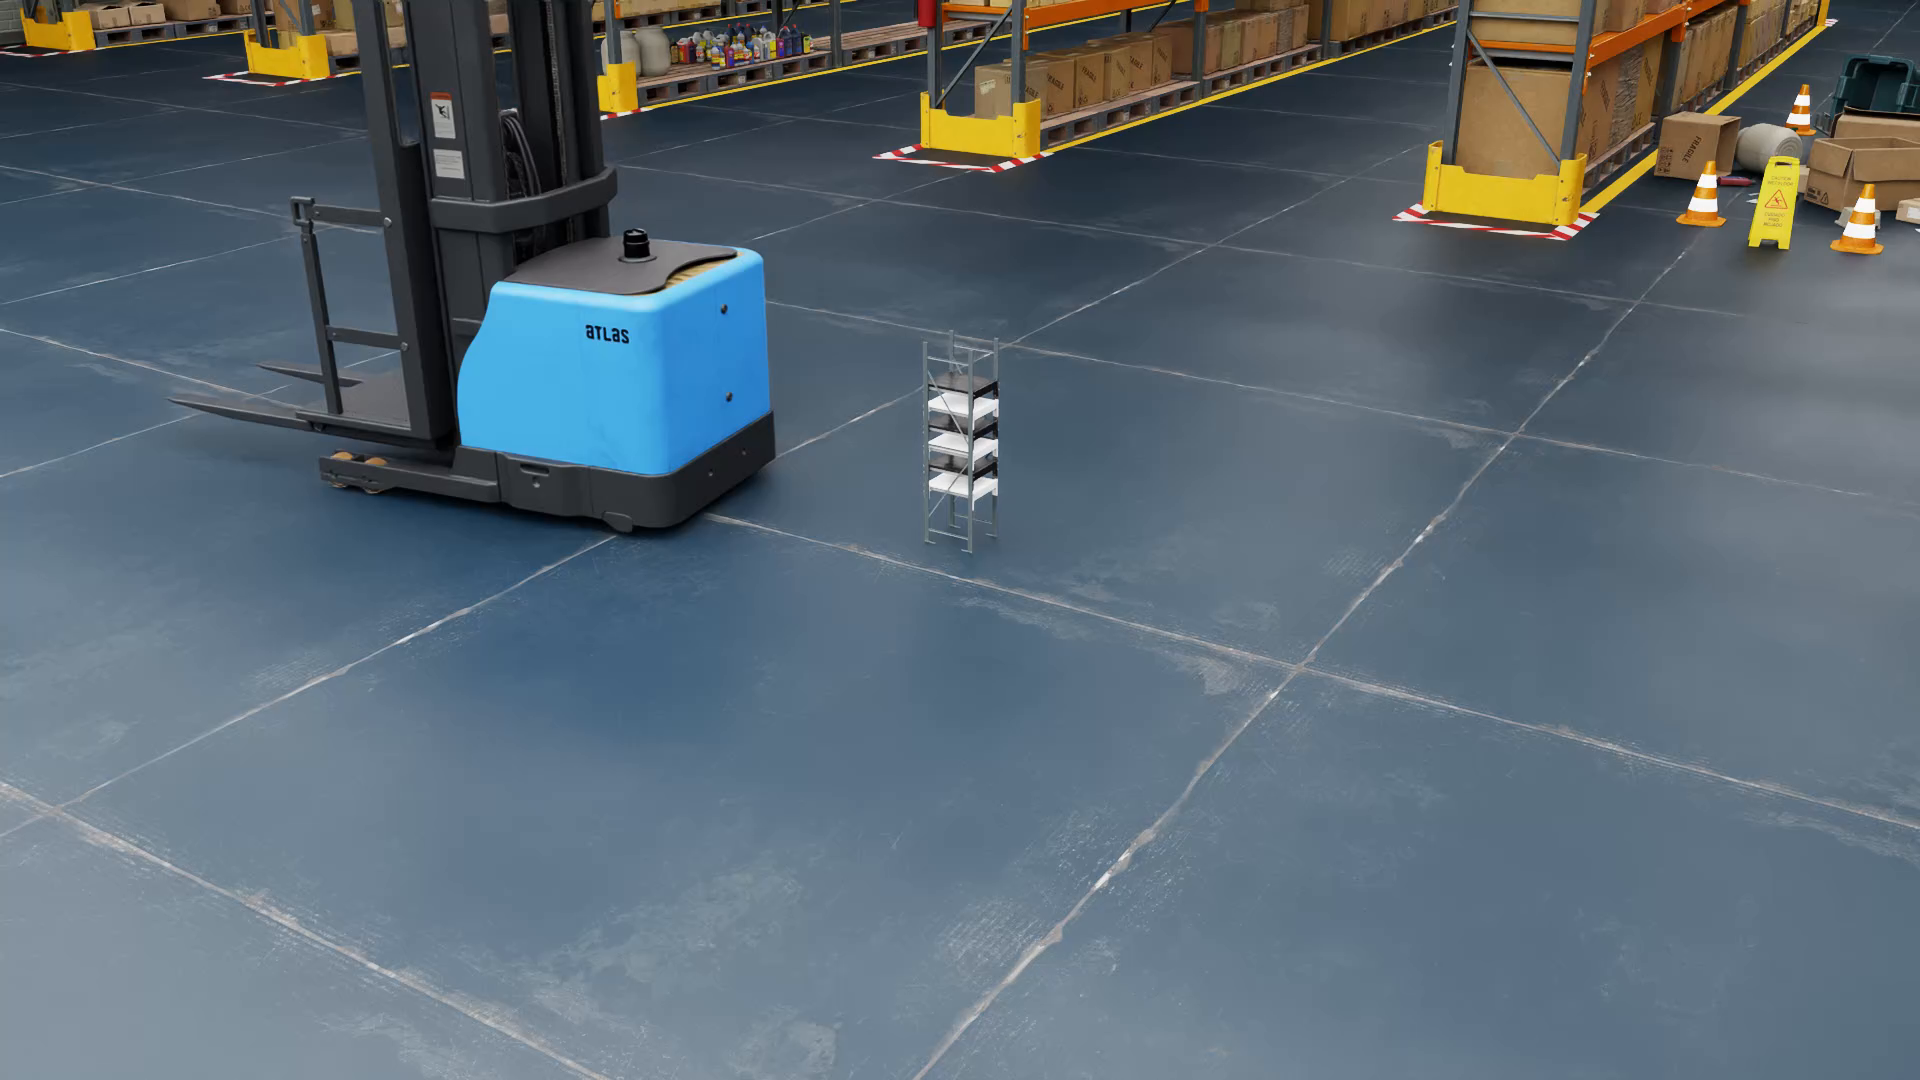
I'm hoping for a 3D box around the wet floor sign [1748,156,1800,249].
[{"bbox_3d":[5.976,-2.482,12.172,0.267,0.644,0.232,9,25,20],"label":"wet floor sign"}]

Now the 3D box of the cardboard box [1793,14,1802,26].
[{"bbox_3d":[11.754,-7.424,23.683,0.380,0.149,0.250,13,27,28],"label":"cardboard box"}]

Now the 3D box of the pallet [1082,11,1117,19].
[{"bbox_3d":[1.828,-8.618,26.891,1.003,0.211,1.213,14,27,29],"label":"pallet"}]

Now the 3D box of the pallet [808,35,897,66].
[{"bbox_3d":[-1.568,-6.442,21.866,1.003,0.211,1.213,14,27,29],"label":"pallet"}]

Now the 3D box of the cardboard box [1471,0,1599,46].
[{"bbox_3d":[4.466,-4.191,12.966,0.875,0.550,0.550,14,27,29],"label":"cardboard box"}]

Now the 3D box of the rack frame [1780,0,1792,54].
[{"bbox_3d":[10.639,-8.037,22.041,1.000,3.000,0.127,14,27,29],"label":"rack frame"}]

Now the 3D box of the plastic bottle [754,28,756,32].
[{"bbox_3d":[-2.637,-6.270,20.833,0.152,0.276,0.135,15,28,31],"label":"plastic bottle"}]

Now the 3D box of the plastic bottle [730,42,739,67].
[{"bbox_3d":[-2.657,-5.711,19.547,0.097,0.271,0.097,0,23,0],"label":"plastic bottle"}]

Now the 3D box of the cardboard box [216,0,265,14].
[{"bbox_3d":[-10.879,-8.221,25.057,0.500,0.500,0.500,12,26,25],"label":"cardboard box"}]

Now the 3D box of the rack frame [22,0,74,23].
[{"bbox_3d":[-12.476,-8.175,22.358,1.000,3.000,0.127,14,27,29],"label":"rack frame"}]

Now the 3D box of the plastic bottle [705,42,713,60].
[{"bbox_3d":[-3.024,-5.901,20.073,0.097,0.201,0.097,0,23,0],"label":"plastic bottle"}]

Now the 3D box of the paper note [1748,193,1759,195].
[{"bbox_3d":[6.656,-2.897,13.930,0.123,0.001,0.032,-12,26,-26],"label":"paper note"}]

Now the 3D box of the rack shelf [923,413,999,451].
[{"bbox_3d":[0.004,-0.468,7.055,0.258,0.077,0.200,14,27,29],"label":"rack shelf"}]

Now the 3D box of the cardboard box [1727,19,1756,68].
[{"bbox_3d":[9.119,-5.918,19.763,0.500,0.500,0.500,13,26,27],"label":"cardboard box"}]

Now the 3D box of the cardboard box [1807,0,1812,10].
[{"bbox_3d":[12.178,-7.817,24.217,0.380,0.149,0.250,14,27,30],"label":"cardboard box"}]

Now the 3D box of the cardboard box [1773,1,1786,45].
[{"bbox_3d":[10.463,-6.780,21.755,0.500,0.500,0.500,13,27,28],"label":"cardboard box"}]

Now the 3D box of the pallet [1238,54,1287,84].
[{"bbox_3d":[3.311,-5.808,20.400,1.003,0.211,1.213,14,27,29],"label":"pallet"}]

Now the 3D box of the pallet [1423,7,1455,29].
[{"bbox_3d":[6.946,-8.072,25.629,1.003,0.211,1.213,14,27,29],"label":"pallet"}]

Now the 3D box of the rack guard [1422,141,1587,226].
[{"bbox_3d":[4.296,-2.832,13.163,1.175,0.500,0.348,14,27,29],"label":"rack guard"}]

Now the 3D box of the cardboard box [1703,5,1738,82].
[{"bbox_3d":[8.131,-5.661,18.854,1.050,0.750,0.750,13,27,28],"label":"cardboard box"}]

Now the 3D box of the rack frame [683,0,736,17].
[{"bbox_3d":[-4.046,-9.838,26.200,1.000,3.000,0.127,14,27,29],"label":"rack frame"}]

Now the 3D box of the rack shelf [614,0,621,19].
[{"bbox_3d":[-3.004,-6.444,19.265,1.077,0.370,4.000,14,27,29],"label":"rack shelf"}]

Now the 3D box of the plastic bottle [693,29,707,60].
[{"bbox_3d":[-3.150,-5.980,20.068,0.144,0.351,0.185,15,28,31],"label":"plastic bottle"}]

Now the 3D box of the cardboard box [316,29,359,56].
[{"bbox_3d":[-7.794,-6.203,20.736,0.500,0.250,0.500,14,27,29],"label":"cardboard box"}]

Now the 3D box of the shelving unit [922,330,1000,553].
[{"bbox_3d":[0.004,-0.416,7.078,0.258,0.900,0.210,14,27,29],"label":"shelving unit"}]

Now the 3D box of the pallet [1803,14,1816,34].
[{"bbox_3d":[12.250,-7.815,25.038,1.003,0.211,1.213,14,27,29],"label":"pallet"}]

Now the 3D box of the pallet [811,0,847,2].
[{"bbox_3d":[-2.333,-9.626,29.220,1.003,0.211,1.213,14,27,29],"label":"pallet"}]

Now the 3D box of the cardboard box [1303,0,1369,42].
[{"bbox_3d":[4.750,-7.207,22.268,1.225,0.875,0.875,12,26,27],"label":"cardboard box"}]

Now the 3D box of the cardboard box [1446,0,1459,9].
[{"bbox_3d":[7.369,-8.838,26.037,0.875,0.875,0.875,14,27,29],"label":"cardboard box"}]

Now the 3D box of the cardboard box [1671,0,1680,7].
[{"bbox_3d":[6.235,-5.279,15.480,0.875,0.550,0.550,14,27,29],"label":"cardboard box"}]

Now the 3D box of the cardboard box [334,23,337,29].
[{"bbox_3d":[-7.980,-6.483,21.383,0.500,0.250,0.500,14,27,29],"label":"cardboard box"}]

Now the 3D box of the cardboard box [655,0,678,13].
[{"bbox_3d":[-4.653,-8.197,25.341,0.500,0.250,0.500,15,27,30],"label":"cardboard box"}]

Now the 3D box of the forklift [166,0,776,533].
[{"bbox_3d":[-2.453,-1.741,7.582,3.031,2.935,1.130,9,25,21],"label":"forklift"}]

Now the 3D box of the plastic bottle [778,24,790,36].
[{"bbox_3d":[-2.167,-6.188,20.548,0.144,0.351,0.185,14,27,29],"label":"plastic bottle"}]

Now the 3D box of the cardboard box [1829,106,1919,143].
[{"bbox_3d":[7.830,-3.342,14.165,0.797,0.637,0.503,14,27,29],"label":"cardboard box"}]

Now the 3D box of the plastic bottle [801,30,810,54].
[{"bbox_3d":[-1.923,-6.173,20.598,0.061,0.283,0.133,15,28,32],"label":"plastic bottle"}]

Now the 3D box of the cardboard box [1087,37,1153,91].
[{"bbox_3d":[1.718,-5.135,17.954,0.500,0.500,0.500,-18,29,-36],"label":"cardboard box"}]

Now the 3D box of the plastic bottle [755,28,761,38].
[{"bbox_3d":[-2.546,-6.252,20.780,0.061,0.283,0.133,14,27,29],"label":"plastic bottle"}]

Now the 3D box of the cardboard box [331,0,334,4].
[{"bbox_3d":[-9.992,-8.832,26.468,0.700,0.500,0.500,15,28,31],"label":"cardboard box"}]

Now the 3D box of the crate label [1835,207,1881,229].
[{"bbox_3d":[6.938,-2.482,12.811,0.250,0.136,0.298,1,23,2],"label":"crate label"}]

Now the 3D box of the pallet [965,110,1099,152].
[{"bbox_3d":[0.647,-4.074,16.394,1.003,0.211,1.213,14,27,29],"label":"pallet"}]

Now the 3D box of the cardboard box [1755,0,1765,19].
[{"bbox_3d":[9.366,-6.430,20.002,0.500,0.250,0.500,13,27,28],"label":"cardboard box"}]

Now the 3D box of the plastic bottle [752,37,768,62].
[{"bbox_3d":[-2.405,-5.895,19.967,0.152,0.276,0.135,14,27,30],"label":"plastic bottle"}]

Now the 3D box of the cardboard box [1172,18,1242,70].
[{"bbox_3d":[2.868,-5.825,19.523,0.700,0.500,0.500,14,27,29],"label":"cardboard box"}]

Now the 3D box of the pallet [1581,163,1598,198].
[{"bbox_3d":[4.664,-2.994,13.900,1.003,0.211,1.213,14,27,29],"label":"pallet"}]

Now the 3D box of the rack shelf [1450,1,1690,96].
[{"bbox_3d":[5.364,-4.332,14.387,1.077,0.370,4.000,14,27,29],"label":"rack shelf"}]

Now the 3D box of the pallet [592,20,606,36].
[{"bbox_3d":[-5.800,-7.465,24.229,1.003,0.211,1.213,14,27,29],"label":"pallet"}]
